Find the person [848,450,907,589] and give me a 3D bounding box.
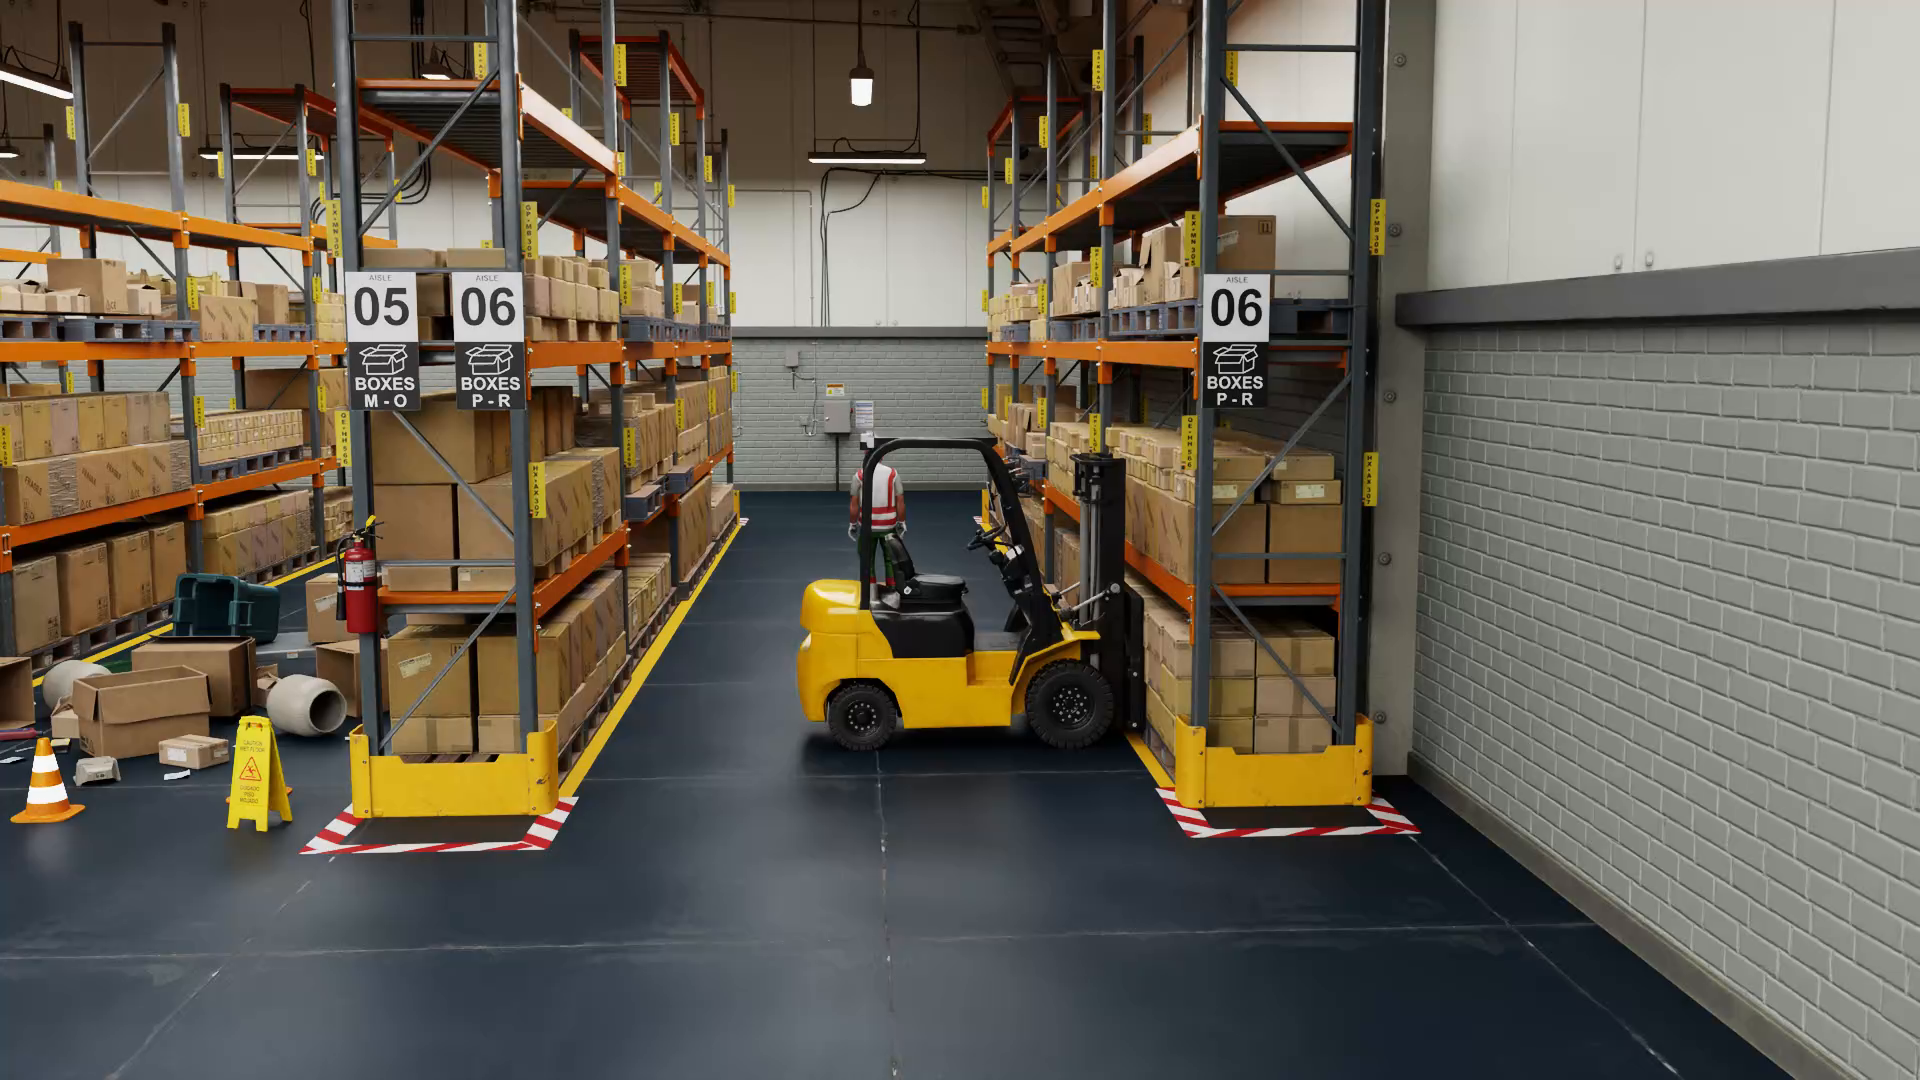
[{"bbox_3d":[-0.859,-0.140,17.360,0.609,1.778,0.452,-1,7,-7],"label":"person"}]
